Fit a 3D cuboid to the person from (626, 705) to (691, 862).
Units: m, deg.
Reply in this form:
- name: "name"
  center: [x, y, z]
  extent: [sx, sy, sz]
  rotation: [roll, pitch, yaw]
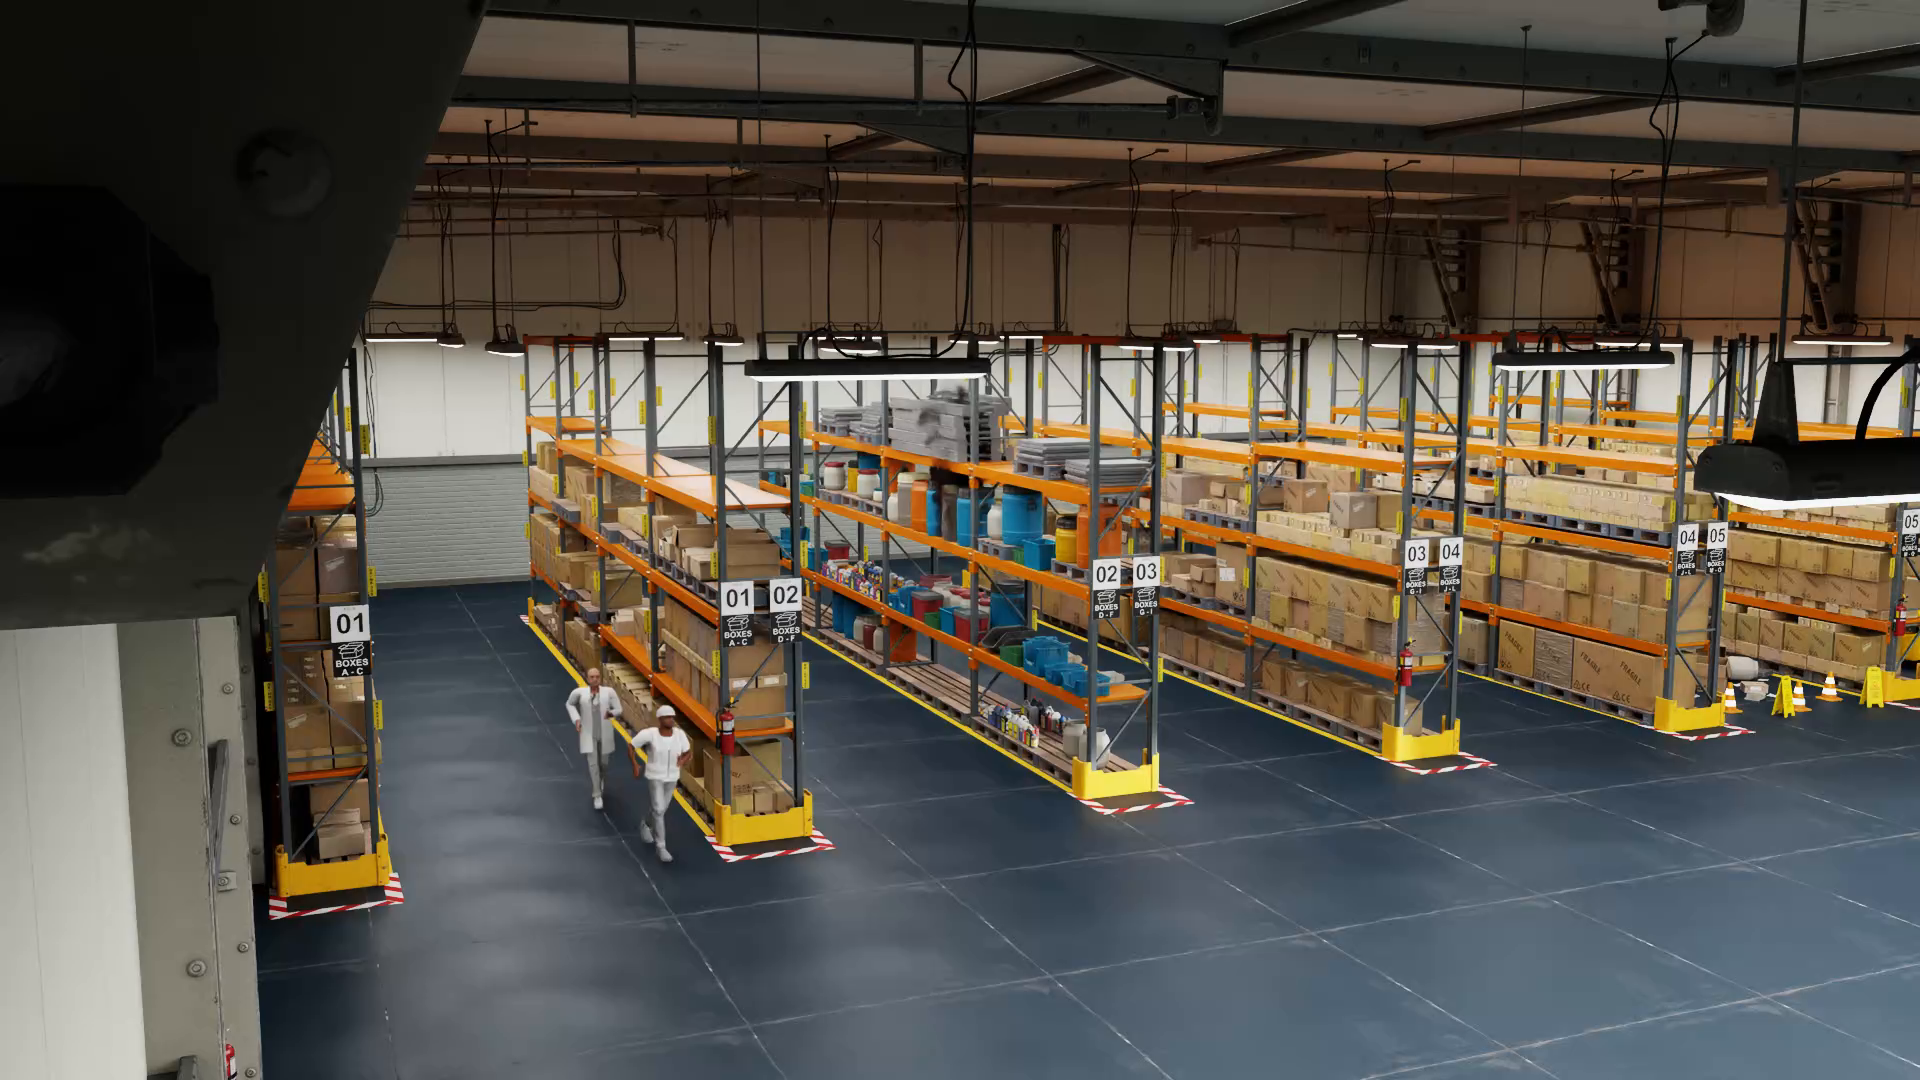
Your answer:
- name: "person"
  center: [-3.515, 2.825, 19.741]
  extent: [0.727, 1.743, 0.986]
  rotation: [-6, 10, -37]

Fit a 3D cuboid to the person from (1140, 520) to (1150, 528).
- name: "person"
  center: [4.636, -0.095, 41.698]
  extent: [0.950, 1.712, 0.746]
  rotation: [1, 8, 7]

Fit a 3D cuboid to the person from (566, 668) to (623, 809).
- name: "person"
  center: [-4.750, 2.541, 21.703]
  extent: [0.704, 1.750, 1.038]
  rotation: [-3, 8, -19]
